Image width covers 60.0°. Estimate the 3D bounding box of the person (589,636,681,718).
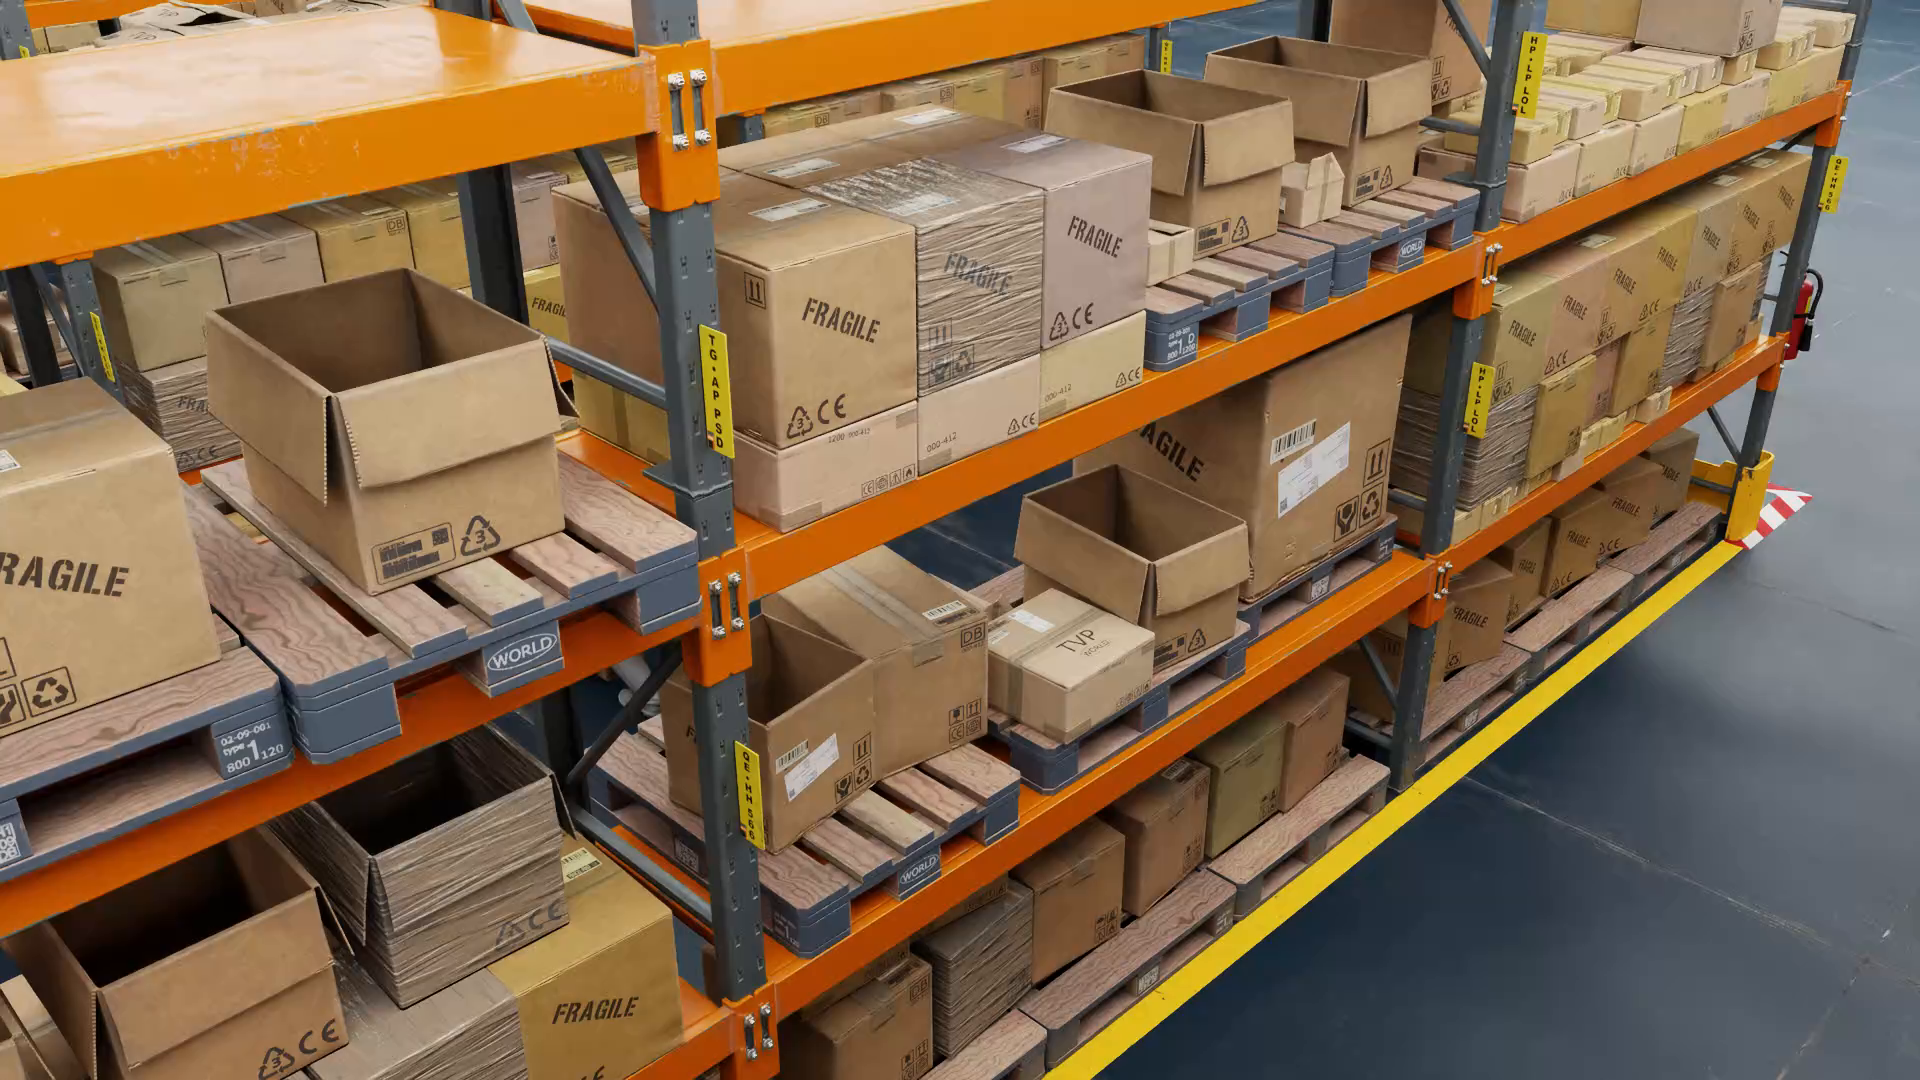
[{"bbox_3d":[-1.712,0.424,8.782,0.980,0.874,0.507,23,35,37],"label":"person"}]
